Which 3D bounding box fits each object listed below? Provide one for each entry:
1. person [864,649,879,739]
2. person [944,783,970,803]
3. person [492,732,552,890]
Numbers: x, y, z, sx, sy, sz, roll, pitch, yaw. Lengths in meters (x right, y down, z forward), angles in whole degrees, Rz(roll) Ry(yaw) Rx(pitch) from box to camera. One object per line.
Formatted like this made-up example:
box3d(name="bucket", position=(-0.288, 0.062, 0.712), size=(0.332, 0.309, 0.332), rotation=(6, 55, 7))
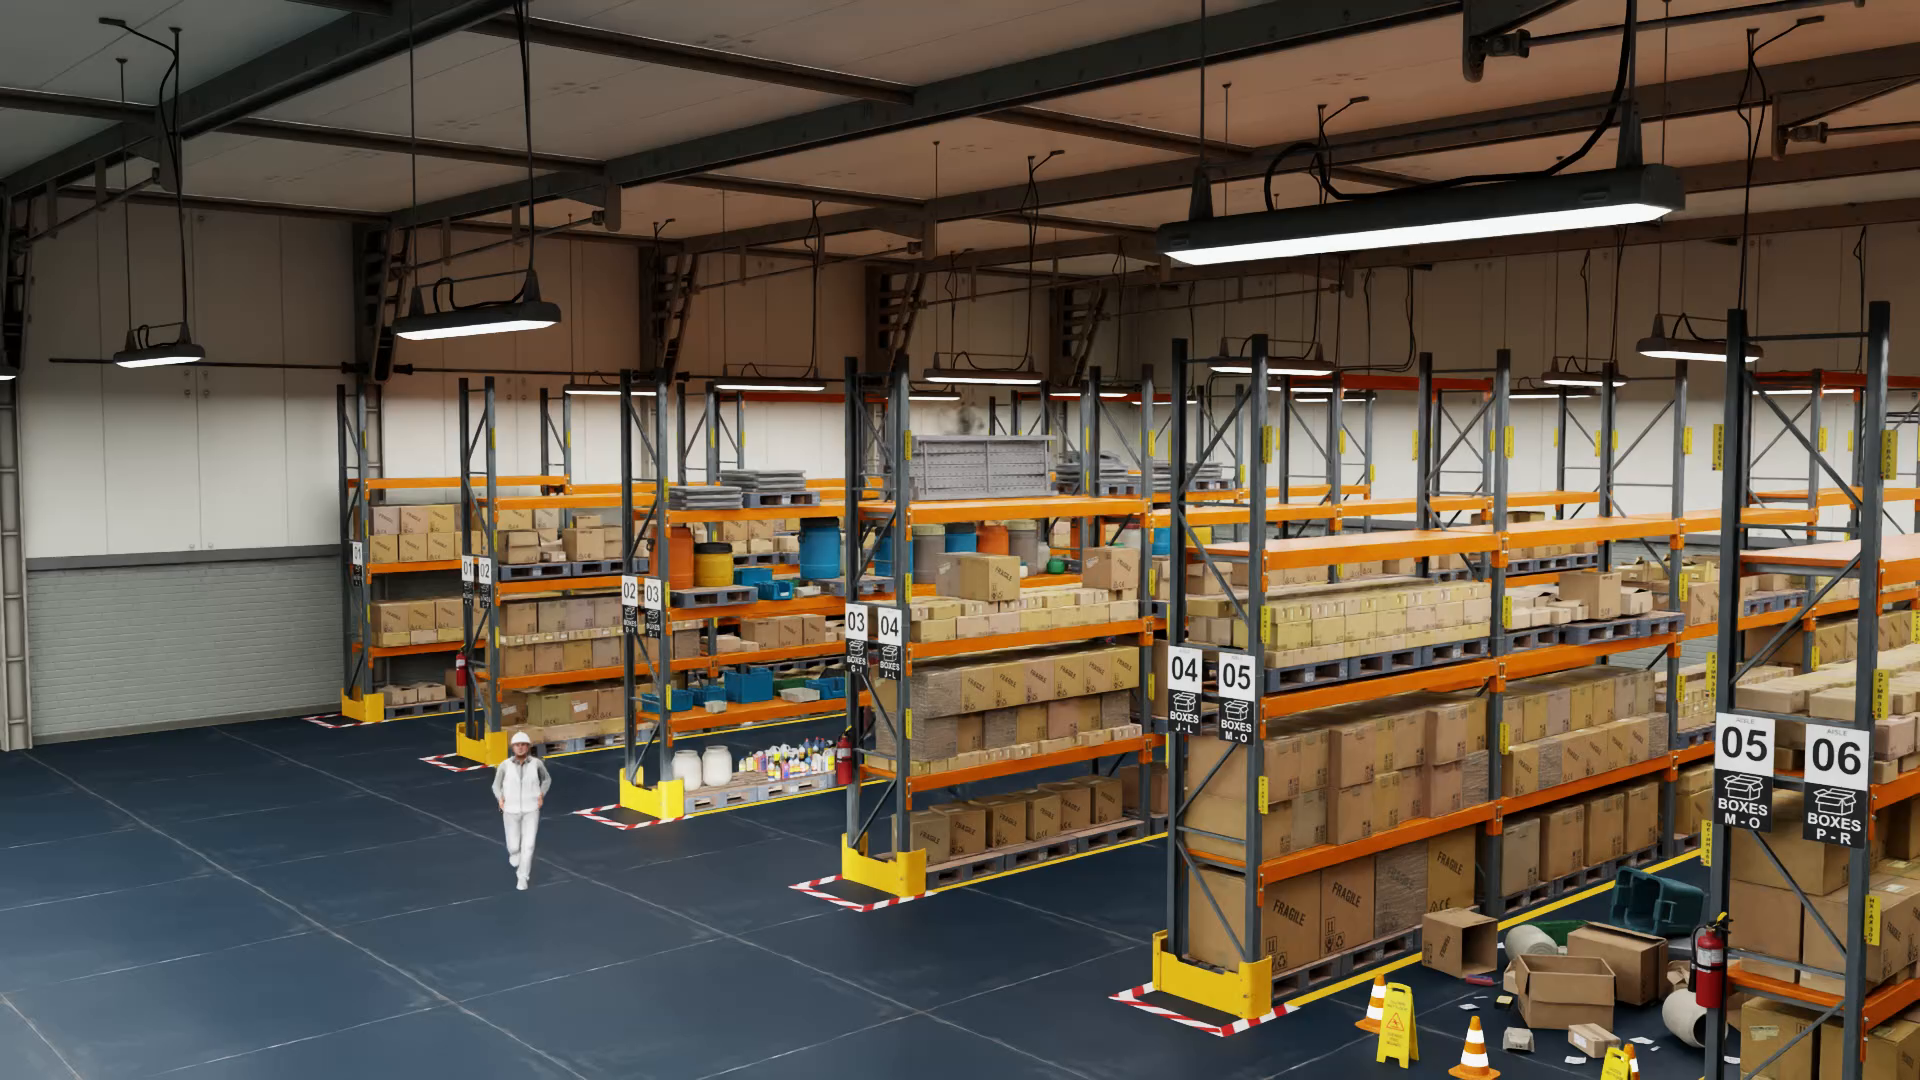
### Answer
box3d(name="person", position=(-1.375, 2.507, 27.807), size=(0.807, 1.692, 0.569), rotation=(-4, 5, -44))
box3d(name="person", position=(-0.045, 2.837, 22.200), size=(0.706, 1.726, 0.574), rotation=(3, 5, 39))
box3d(name="person", position=(-4.986, 3.055, 18.948), size=(0.659, 1.741, 0.765), rotation=(-1, 4, -15))
